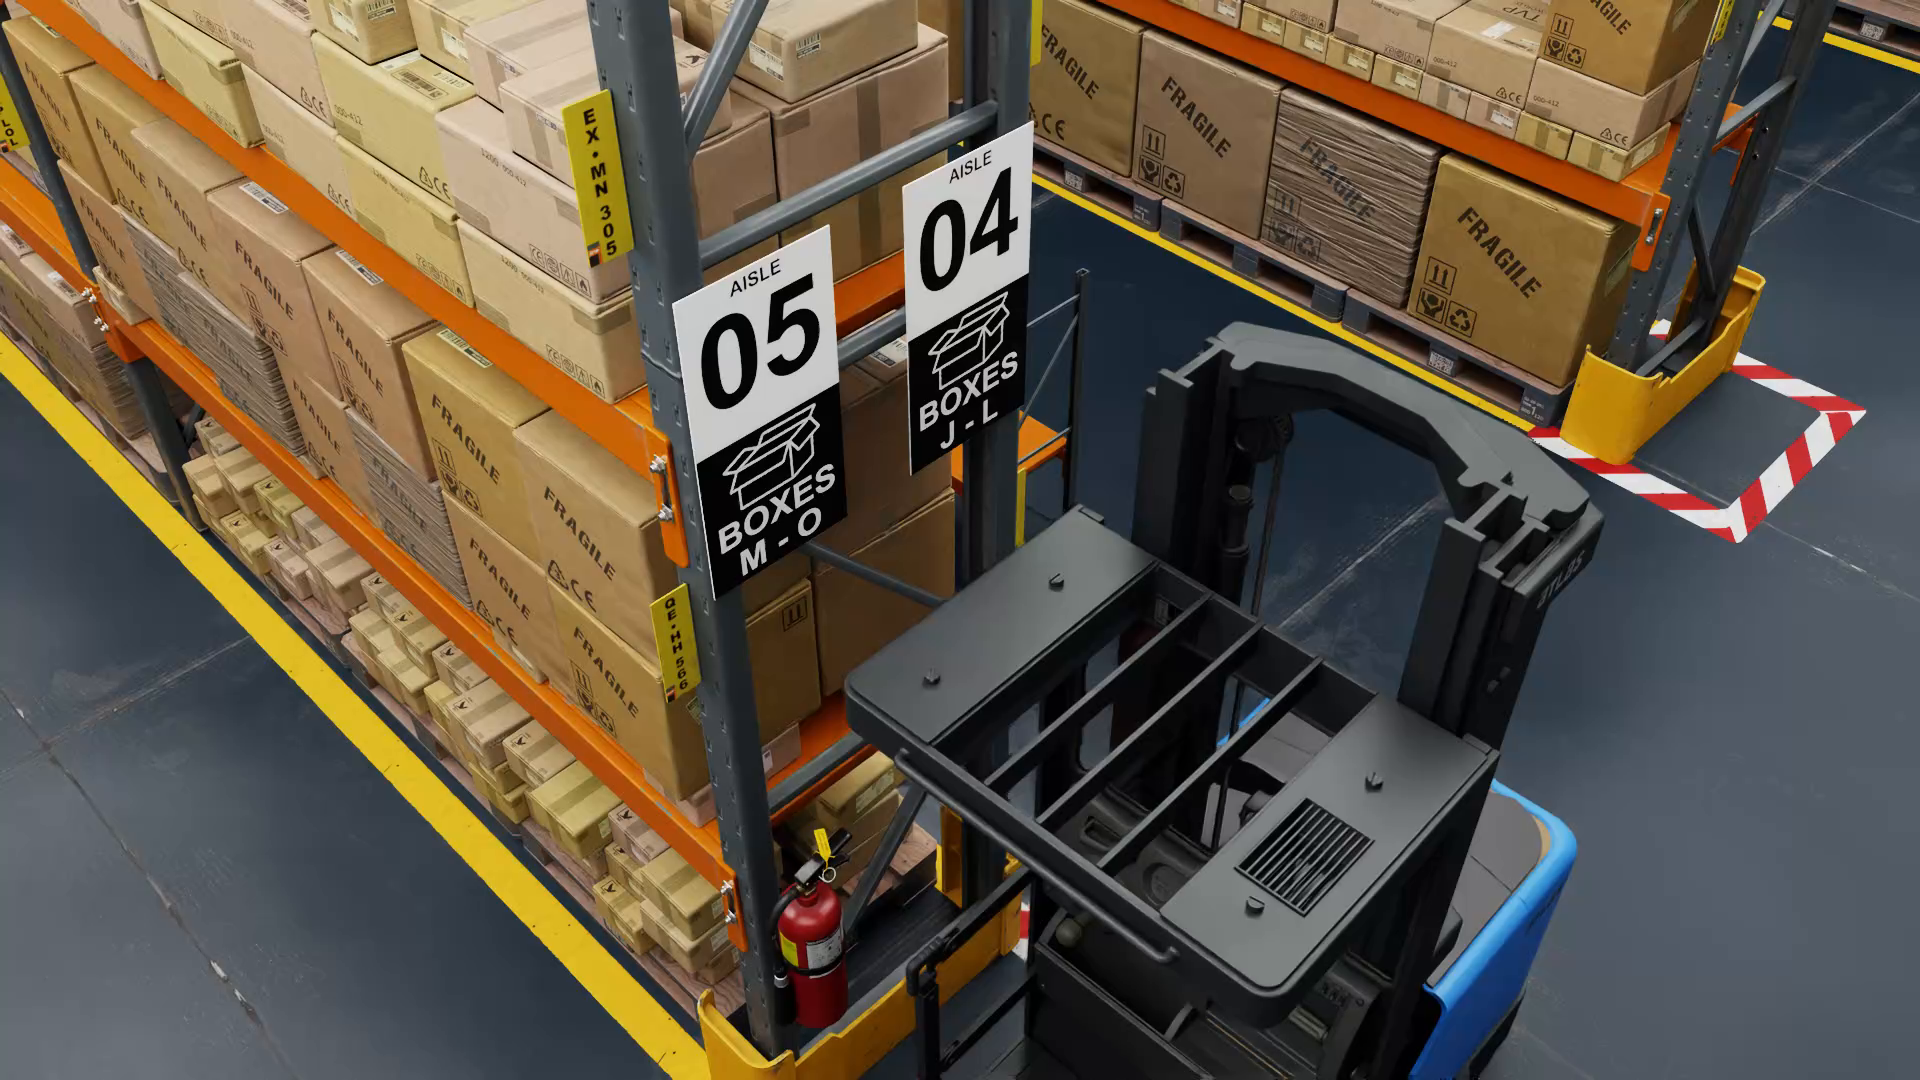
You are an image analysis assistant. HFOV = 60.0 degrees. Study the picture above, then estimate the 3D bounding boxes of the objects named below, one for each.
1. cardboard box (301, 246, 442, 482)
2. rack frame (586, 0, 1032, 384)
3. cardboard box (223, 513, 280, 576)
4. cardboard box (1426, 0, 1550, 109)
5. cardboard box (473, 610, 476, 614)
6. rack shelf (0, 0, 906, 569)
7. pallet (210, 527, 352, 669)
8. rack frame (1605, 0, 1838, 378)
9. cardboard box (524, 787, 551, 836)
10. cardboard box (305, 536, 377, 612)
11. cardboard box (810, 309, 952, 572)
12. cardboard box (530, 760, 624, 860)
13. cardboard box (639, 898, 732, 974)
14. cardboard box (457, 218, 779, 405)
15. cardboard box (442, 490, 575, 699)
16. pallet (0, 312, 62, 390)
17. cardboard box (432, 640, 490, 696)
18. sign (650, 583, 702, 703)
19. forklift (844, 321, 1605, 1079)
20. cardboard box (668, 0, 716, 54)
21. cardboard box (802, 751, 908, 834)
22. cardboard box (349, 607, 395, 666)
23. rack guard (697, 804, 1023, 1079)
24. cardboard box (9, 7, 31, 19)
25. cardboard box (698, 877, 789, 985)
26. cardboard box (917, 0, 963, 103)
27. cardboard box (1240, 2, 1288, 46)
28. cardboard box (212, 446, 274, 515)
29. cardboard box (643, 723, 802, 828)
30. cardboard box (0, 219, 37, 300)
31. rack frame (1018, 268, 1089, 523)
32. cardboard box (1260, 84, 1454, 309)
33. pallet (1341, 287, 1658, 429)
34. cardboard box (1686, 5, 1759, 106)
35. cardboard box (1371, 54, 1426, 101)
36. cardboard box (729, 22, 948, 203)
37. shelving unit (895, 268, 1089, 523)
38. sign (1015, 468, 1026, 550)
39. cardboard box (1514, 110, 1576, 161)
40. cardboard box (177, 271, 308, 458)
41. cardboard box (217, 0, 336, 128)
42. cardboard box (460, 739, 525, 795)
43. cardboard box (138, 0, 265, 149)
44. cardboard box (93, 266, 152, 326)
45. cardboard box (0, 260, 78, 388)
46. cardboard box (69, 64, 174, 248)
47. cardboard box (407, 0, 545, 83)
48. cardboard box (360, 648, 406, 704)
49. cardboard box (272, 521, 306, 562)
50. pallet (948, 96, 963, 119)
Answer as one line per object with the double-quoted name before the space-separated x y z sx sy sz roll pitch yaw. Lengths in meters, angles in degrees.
"cardboard box" -1.473 -0.578 4.753 0.500 0.500 0.500 -31 51 -29
"rack frame" -0.243 -1.678 2.553 1.000 3.000 0.127 -34 53 -31
"cardboard box" -2.850 -0.047 7.000 0.380 0.149 0.250 -33 52 -30
"cardboard box" 2.453 -2.207 7.437 0.500 0.250 0.500 33 52 31
"cardboard box" -1.372 0.093 5.241 0.250 0.149 0.380 32 51 30
"rack shelf" -1.655 -1.273 4.855 1.077 0.370 4.000 -34 53 -31
"pallet" -2.568 -0.067 7.284 1.003 0.211 1.213 -34 53 -31
"rack frame" 3.341 -1.803 7.109 1.000 3.000 0.127 -34 53 -31
"cardboard box" -1.324 0.909 5.964 0.380 0.149 0.250 -34 52 -31
"cardboard box" -2.282 0.077 6.427 0.380 0.149 0.250 -33 52 -30
"cardboard box" -0.372 -0.331 4.486 0.500 0.500 0.500 34 52 31
"cardboard box" -1.205 0.855 5.585 0.250 0.149 0.380 33 52 31
"cardboard box" -0.817 1.192 5.439 0.250 0.149 0.380 33 52 30
"cardboard box" -0.751 -0.613 3.721 0.500 0.250 0.500 33 52 31
"cardboard box" -1.102 0.037 4.825 0.500 0.500 0.500 33 52 31
"pallet" -4.484 -1.332 8.654 1.003 0.211 1.213 -34 53 -31
"cardboard box" -1.680 0.418 6.058 0.250 0.149 0.380 32 52 30
"sign" -0.650 0.240 3.811 0.100 0.325 0.005 -34 53 -31
"forklift" 0.454 1.070 4.050 1.130 2.935 3.031 33 52 30
"cardboard box" -0.477 -1.247 3.745 0.380 0.149 0.250 -32 51 -30
"cardboard box" -0.372 0.785 5.661 0.250 0.149 0.380 32 51 30
"cardboard box" -2.099 0.319 6.384 0.250 0.149 0.380 34 52 31
"rack guard" -0.296 1.407 5.477 1.175 0.500 0.348 -34 53 -31
"cardboard box" -3.860 -2.030 6.792 0.250 0.149 0.380 33 52 30
"cardboard box" -0.762 1.265 5.579 0.380 0.149 0.250 -33 52 -31
"cardboard box" 0.050 -3.397 10.090 1.225 0.875 0.875 -34 52 -31
"cardboard box" 1.591 -2.583 8.138 0.250 0.149 0.380 33 52 30
"cardboard box" -2.818 -0.297 6.831 0.380 0.149 0.250 -31 51 -29
"cardboard box" -0.673 0.596 4.697 0.380 0.149 0.250 -34 53 -31
"cardboard box" -4.126 -1.399 7.651 0.500 0.250 0.500 -32 51 -30
"rack frame" 0.299 -0.348 6.638 0.500 1.500 0.032 -34 53 -31
"cardboard box" 2.189 -1.884 8.452 0.875 0.875 0.875 -34 53 -31
"pallet" 2.721 -1.126 8.430 1.003 0.211 1.213 -34 53 -31
"cardboard box" 3.193 -2.218 7.448 0.500 0.250 0.500 33 52 30
"cardboard box" 2.134 -2.215 7.739 0.250 0.149 0.380 33 52 31
"cardboard box" -0.376 -1.045 3.820 0.500 0.250 0.500 -33 52 -31
"shelving unit" -0.054 -0.587 6.898 0.587 1.500 1.083 -34 53 -31
"sign" 0.142 -0.053 4.577 0.100 0.325 0.005 -34 53 -31
"cardboard box" 2.671 -1.849 7.343 0.380 0.149 0.250 -34 52 -31
"cardboard box" -2.211 -0.691 5.612 0.500 0.500 0.500 33 52 31
"cardboard box" -1.470 -1.297 4.093 0.500 0.250 0.500 -33 52 -31
"cardboard box" -1.560 0.700 5.971 0.380 0.149 0.250 -33 52 -31
"cardboard box" -1.847 -1.346 4.514 0.500 0.250 0.500 -32 51 -30
"cardboard box" -3.099 -1.012 6.437 0.380 0.149 0.250 -32 52 -30
"cardboard box" -4.130 -1.115 7.896 0.500 0.500 0.500 33 52 30
"cardboard box" -2.544 -1.335 5.572 0.500 0.500 0.500 33 52 30
"cardboard box" -0.972 -1.159 3.649 0.250 0.149 0.380 33 52 30
"cardboard box" -2.093 0.429 6.484 0.250 0.149 0.380 33 52 30
"cardboard box" -2.598 -0.107 6.845 0.250 0.149 0.380 34 52 31
"pallet" -0.082 -3.036 10.497 1.003 0.211 1.213 -34 53 -31
